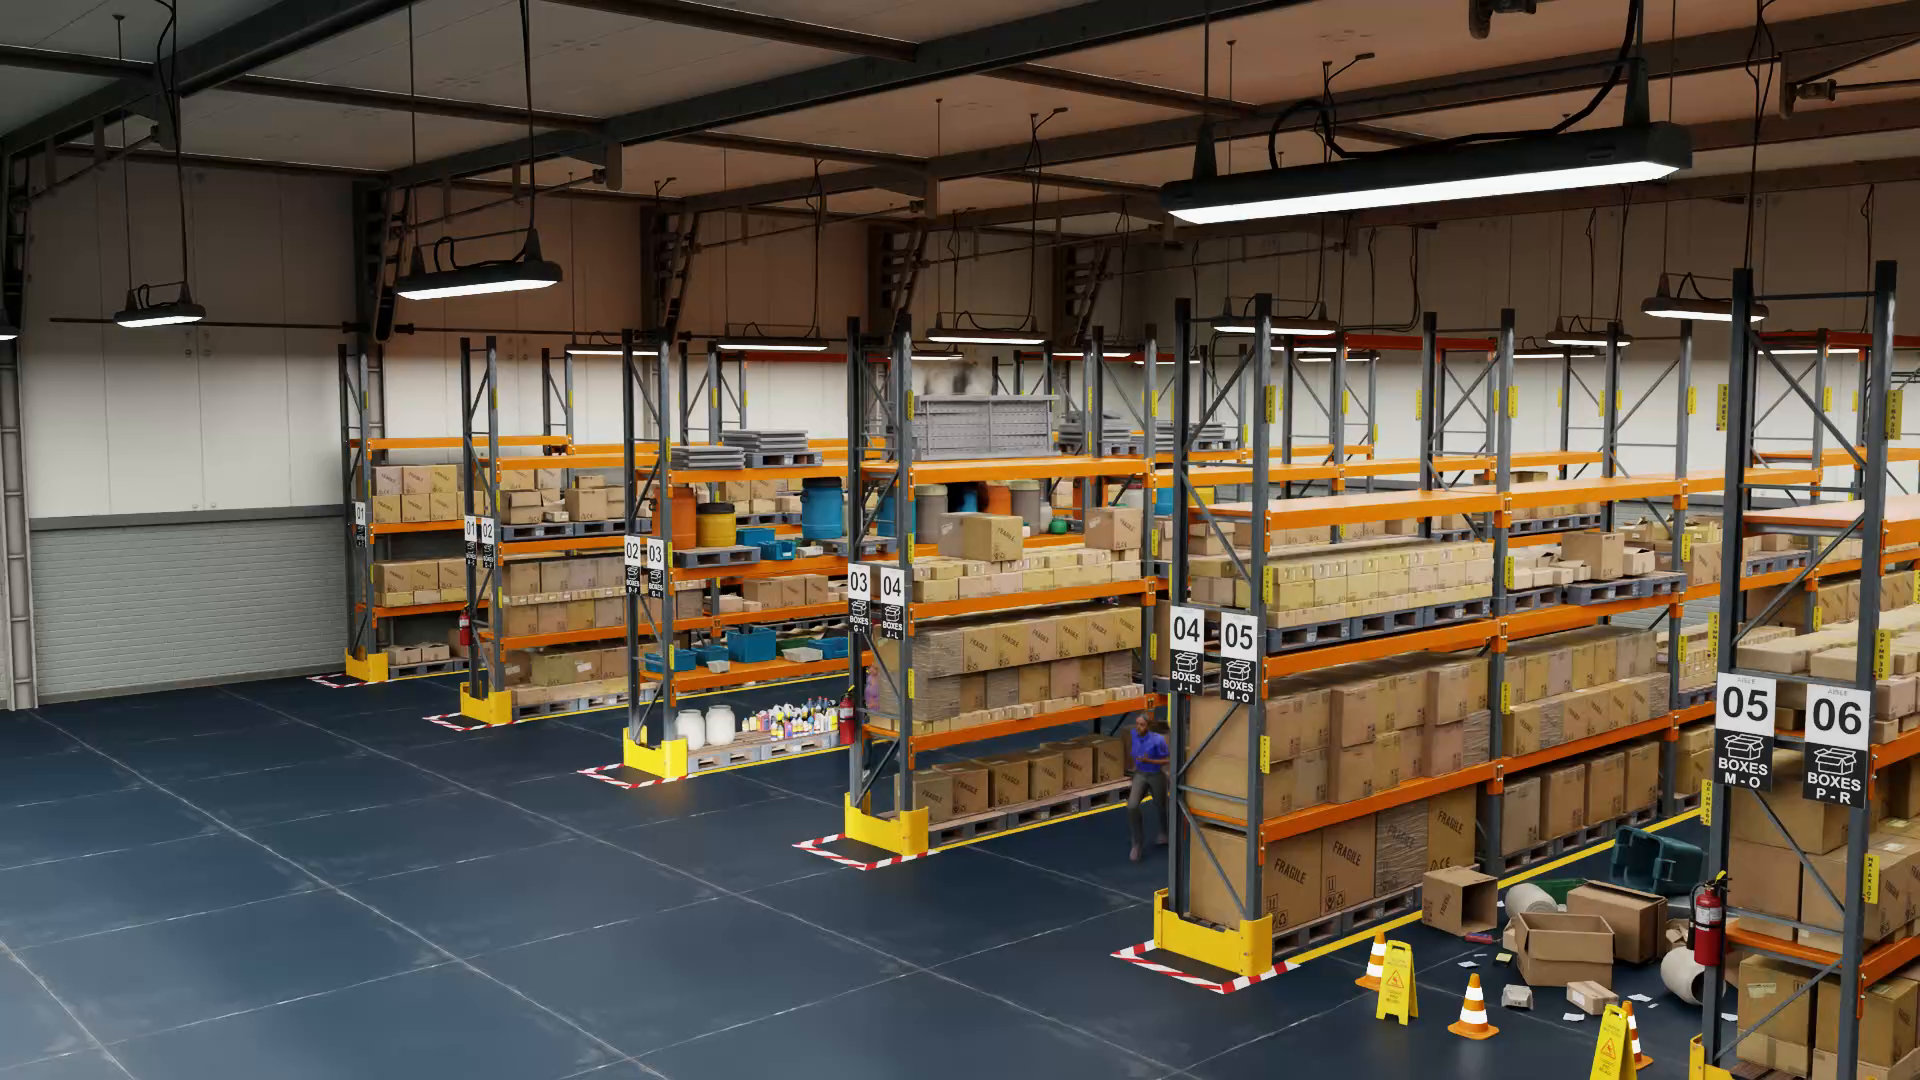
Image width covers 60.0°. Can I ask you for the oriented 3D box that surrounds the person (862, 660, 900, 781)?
[{"bbox_3d":[-1.036,2.386,22.319,0.495,1.616,1.017,3,6,31],"label":"person"}]

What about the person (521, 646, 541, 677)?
[{"bbox_3d":[-7.365,1.796,28.319,0.566,1.656,0.536,5,7,43],"label":"person"}]

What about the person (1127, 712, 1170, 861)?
[{"bbox_3d":[2.133,2.709,18.541,0.572,1.658,0.906,3,6,27],"label":"person"}]
